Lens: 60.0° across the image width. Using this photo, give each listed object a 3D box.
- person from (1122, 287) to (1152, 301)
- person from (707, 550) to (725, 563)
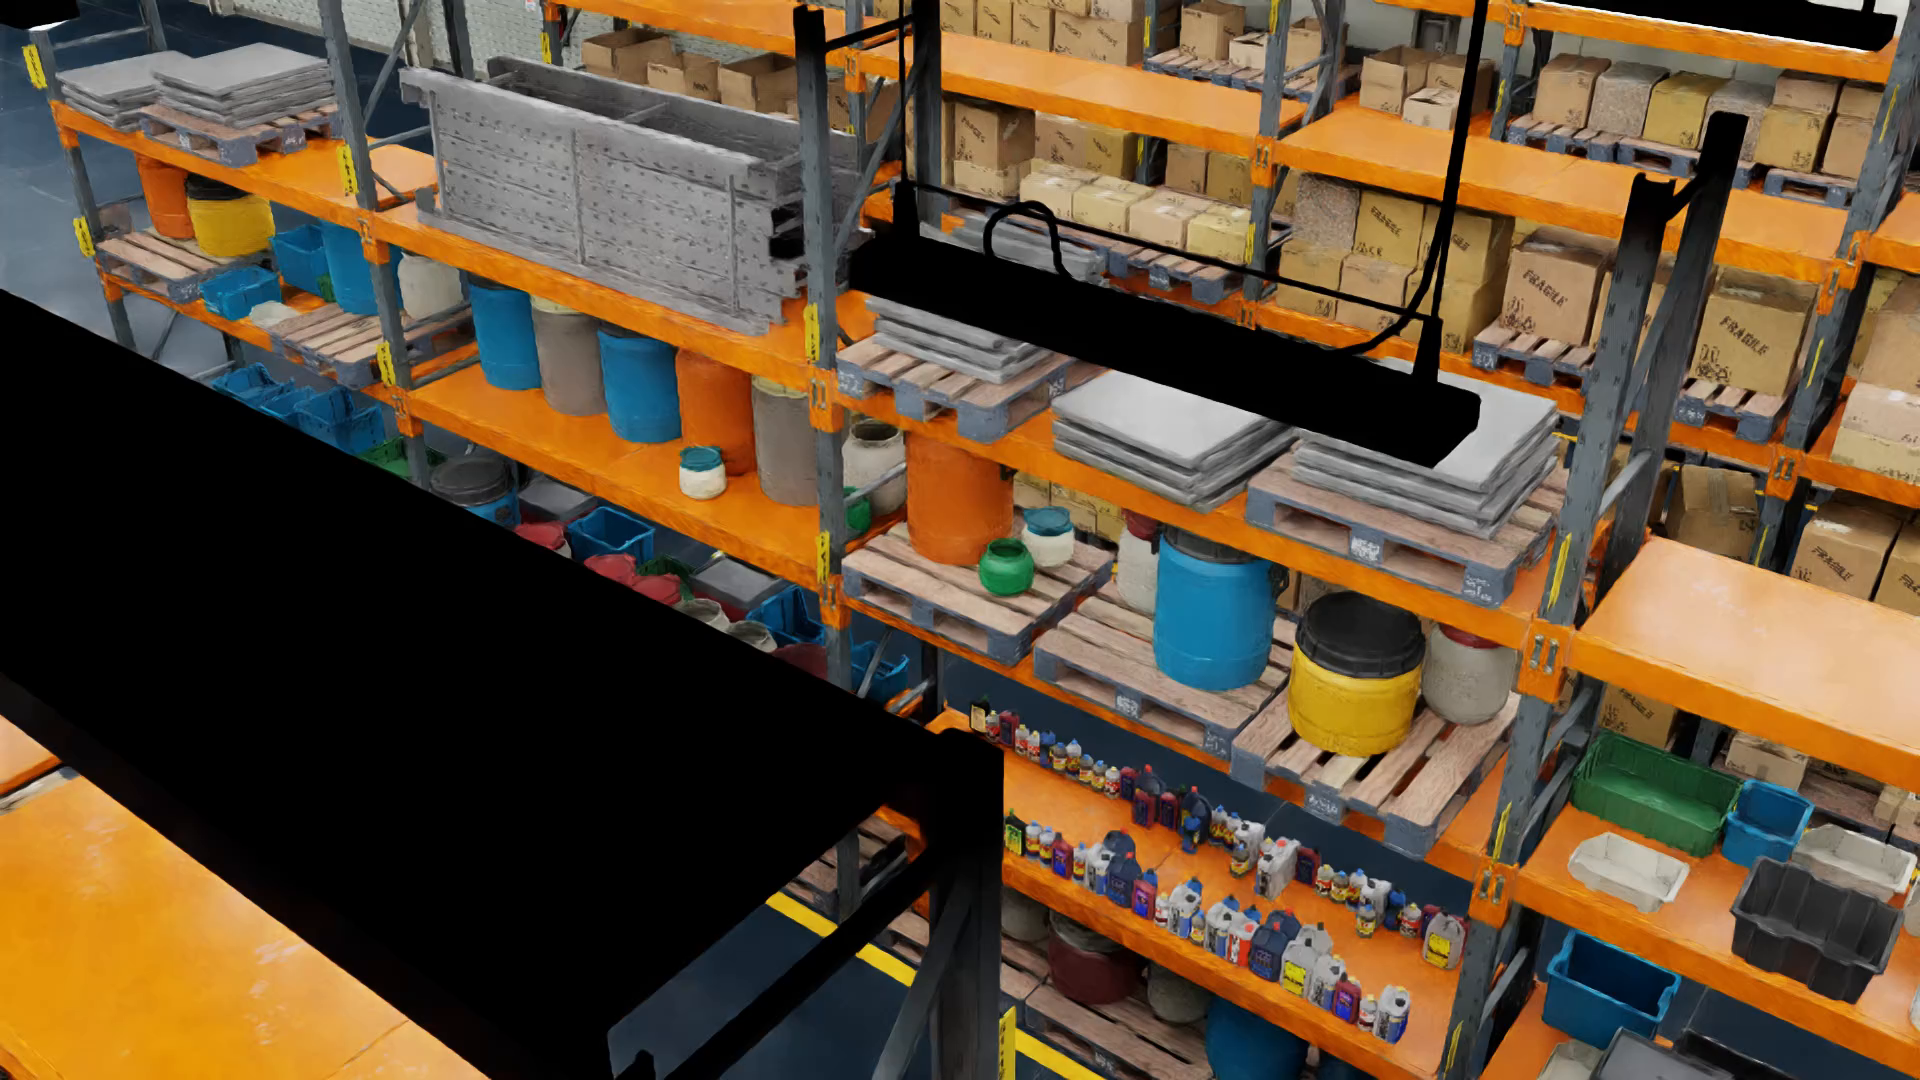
[{"bbox_3d":[1.726,-1.866,16.666,1.123,1.709,0.553,23,38,33],"label":"person"},{"bbox_3d":[-1.699,0.520,12.773,0.569,1.708,1.042,-26,40,-36],"label":"person"}]
